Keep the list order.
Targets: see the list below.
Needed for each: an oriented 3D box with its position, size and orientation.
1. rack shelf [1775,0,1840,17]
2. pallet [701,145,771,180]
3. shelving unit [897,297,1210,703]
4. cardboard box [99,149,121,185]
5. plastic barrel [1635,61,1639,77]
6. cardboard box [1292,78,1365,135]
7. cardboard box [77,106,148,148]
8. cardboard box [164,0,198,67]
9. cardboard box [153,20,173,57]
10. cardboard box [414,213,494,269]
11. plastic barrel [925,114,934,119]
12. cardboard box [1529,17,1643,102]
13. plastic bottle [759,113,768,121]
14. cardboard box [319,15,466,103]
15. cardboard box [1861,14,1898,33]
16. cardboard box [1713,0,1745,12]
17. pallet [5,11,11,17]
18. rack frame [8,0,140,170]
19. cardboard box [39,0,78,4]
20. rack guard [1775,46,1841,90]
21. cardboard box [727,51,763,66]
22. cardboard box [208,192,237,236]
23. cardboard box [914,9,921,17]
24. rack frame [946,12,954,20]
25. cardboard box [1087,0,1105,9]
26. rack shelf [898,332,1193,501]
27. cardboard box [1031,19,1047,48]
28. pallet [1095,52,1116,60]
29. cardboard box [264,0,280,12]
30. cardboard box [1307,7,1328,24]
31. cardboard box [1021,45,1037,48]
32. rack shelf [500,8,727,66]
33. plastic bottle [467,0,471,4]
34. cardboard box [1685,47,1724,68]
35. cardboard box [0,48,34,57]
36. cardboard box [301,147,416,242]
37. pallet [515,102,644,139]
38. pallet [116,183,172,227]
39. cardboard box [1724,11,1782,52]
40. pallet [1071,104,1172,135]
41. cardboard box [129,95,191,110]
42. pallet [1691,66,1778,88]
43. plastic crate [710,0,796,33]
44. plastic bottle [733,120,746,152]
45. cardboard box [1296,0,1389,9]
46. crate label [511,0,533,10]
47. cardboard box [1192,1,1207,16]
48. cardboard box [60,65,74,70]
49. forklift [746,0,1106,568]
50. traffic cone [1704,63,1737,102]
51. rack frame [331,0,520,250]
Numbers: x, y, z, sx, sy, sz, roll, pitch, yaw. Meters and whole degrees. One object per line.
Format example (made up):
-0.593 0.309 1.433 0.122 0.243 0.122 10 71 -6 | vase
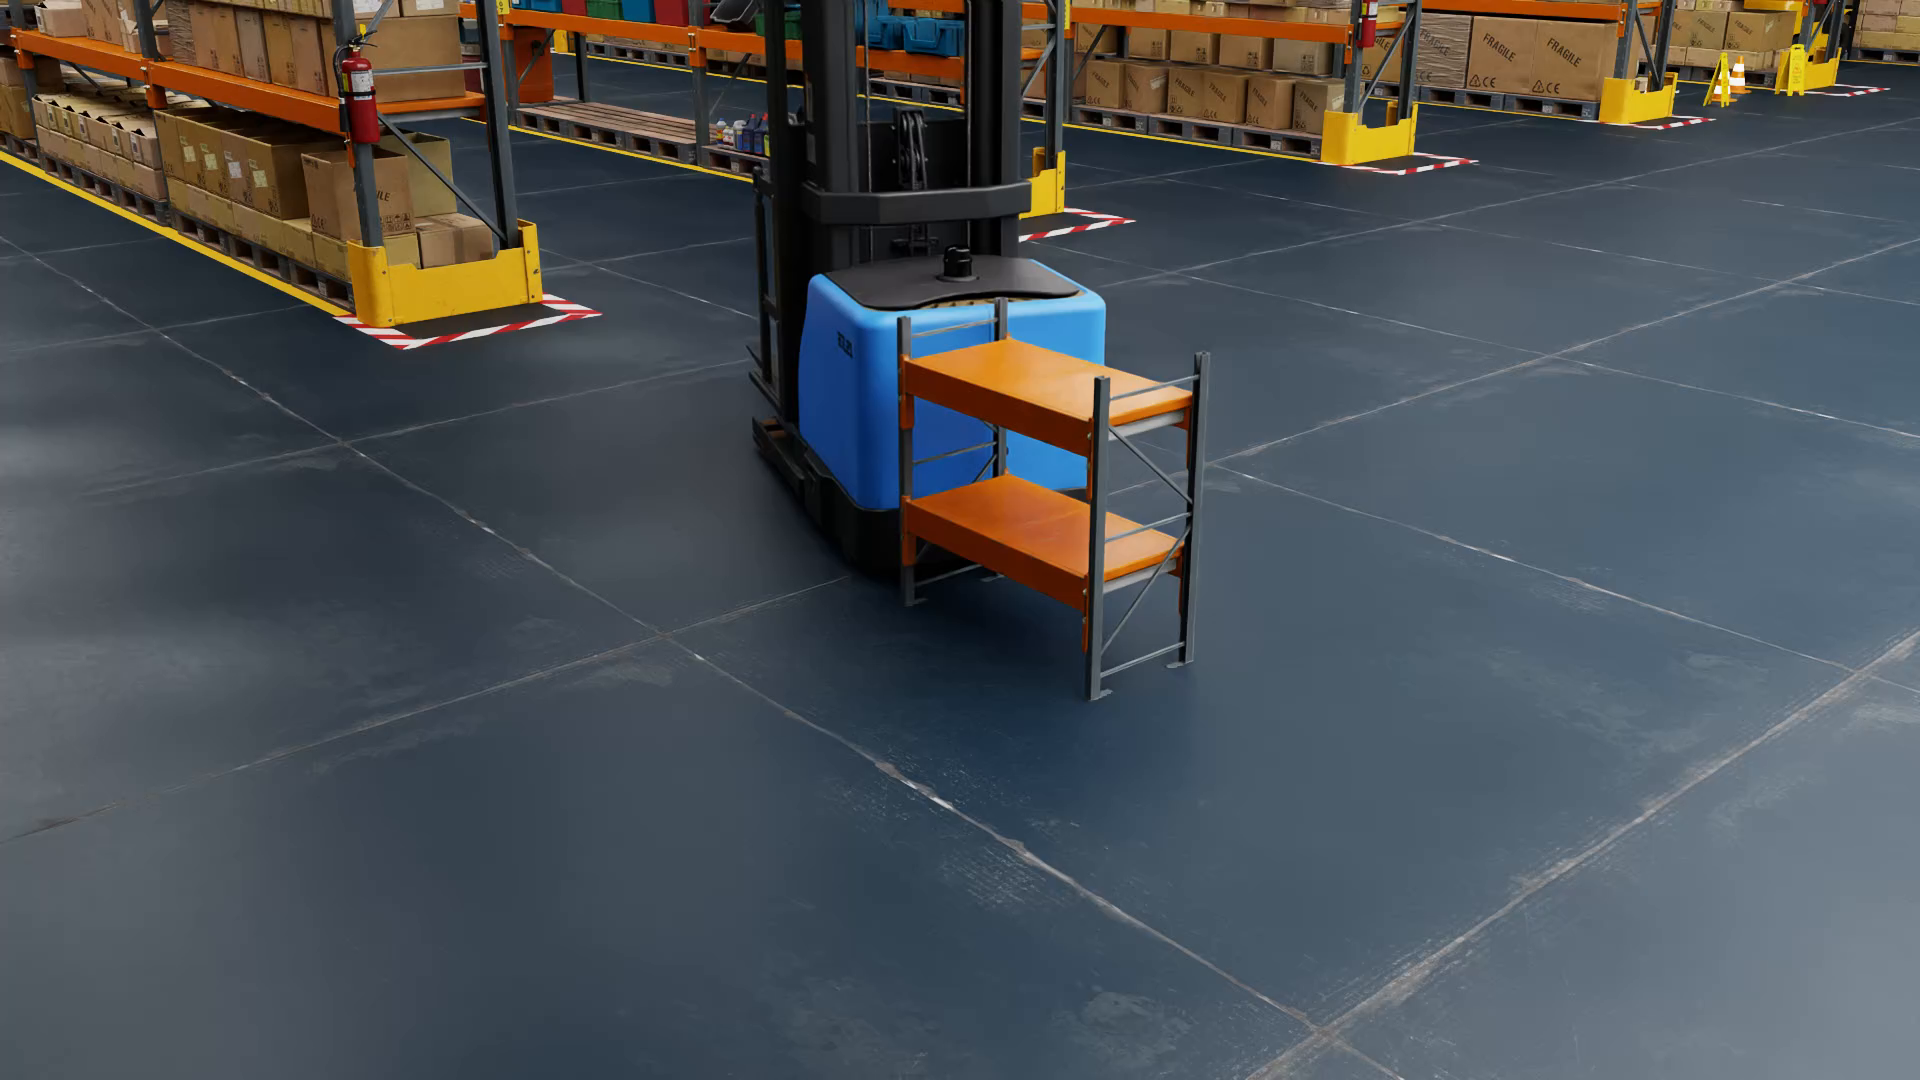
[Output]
10.393 -7.837 23.866 1.077 0.370 4.000 -17 27 -37 | rack shelf
-1.766 -3.692 16.121 1.003 0.211 1.213 -17 27 -37 | pallet
0.299 -0.182 5.906 0.538 1.125 1.048 -17 27 -36 | shelving unit
-7.081 -3.250 14.363 0.500 0.250 0.500 -17 27 -36 | cardboard box
9.203 -6.630 23.330 0.512 0.421 0.421 0 21 -1 | plastic barrel
3.796 -4.468 17.130 0.500 0.500 0.500 -12 24 -28 | cardboard box
-7.403 -3.648 14.611 0.500 0.311 0.500 -18 28 -38 | cardboard box
-5.633 -3.933 12.776 0.700 0.500 0.500 -18 28 -39 | cardboard box
-6.282 -4.064 13.452 0.500 0.250 0.500 -15 26 -34 | cardboard box
-3.498 -2.019 11.220 0.500 0.250 0.500 -17 27 -37 | cardboard box
-0.376 -3.420 14.438 0.421 0.512 0.421 0 21 0 | plastic barrel
7.521 -5.791 19.993 0.875 0.875 0.875 -17 27 -37 | cardboard box
-1.851 -3.870 15.780 0.144 0.351 0.185 -17 27 -37 | plastic bottle
-3.612 -3.081 10.601 0.700 0.500 0.500 -17 27 -37 | cardboard box
14.582 -8.151 26.190 0.500 0.250 0.500 -18 28 -38 | cardboard box
10.687 -7.430 23.118 0.380 0.149 0.250 -16 27 -36 | cardboard box
-9.812 -5.560 17.329 1.003 0.211 1.213 -17 27 -37 | pallet
-8.539 -5.113 15.925 1.000 3.000 0.127 -17 27 -37 | rack frame
-8.334 -4.961 15.658 0.500 0.311 0.500 -15 26 -34 | cardboard box
11.648 -6.476 22.833 1.175 0.500 0.348 -17 27 -37 | rack guard
-2.626 -7.363 24.007 1.225 0.875 0.875 -19 28 -39 | cardboard box
-5.210 -2.444 12.305 0.500 0.250 0.500 -17 27 -37 | cardboard box
-0.613 -9.038 28.463 0.380 0.149 0.250 -18 28 -38 | cardboard box
0.181 -9.728 27.708 1.000 3.000 0.127 -17 27 -37 | rack frame
1.645 -6.045 18.649 0.380 0.149 0.250 -17 27 -37 | cardboard box
0.299 -0.454 5.799 0.538 0.278 1.000 -17 27 -36 | rack shelf
1.471 -8.061 26.303 0.500 0.500 0.500 -19 28 -40 | cardboard box
2.283 -7.541 25.948 1.003 0.211 1.213 -17 27 -37 | pallet
-4.384 -3.597 11.027 0.380 0.149 0.250 -16 27 -36 | cardboard box
3.685 -5.242 16.598 0.380 0.149 0.250 -17 27 -37 | cardboard box
0.532 -5.871 20.686 0.500 0.500 0.700 20 29 41 | cardboard box
-3.478 -5.404 17.654 1.077 0.370 4.000 -17 27 -37 | rack shelf
-5.710 -6.395 19.375 0.097 0.271 0.097 0 21 0 | plastic bottle
10.634 -6.839 23.525 0.500 0.250 0.500 -17 27 -37 | cardboard box
-10.038 -5.002 17.437 0.500 0.250 0.500 -18 28 -38 | cardboard box
-3.892 -2.244 10.768 0.500 0.500 0.500 -17 27 -37 | cardboard box
-4.307 -4.769 18.872 1.003 0.211 1.213 -17 27 -37 | pallet
-6.438 -2.904 14.108 1.003 0.211 1.213 -17 27 -37 | pallet
10.978 -7.043 23.018 0.500 0.500 0.500 -17 27 -37 | cardboard box
2.045 -4.889 19.178 1.003 0.211 1.213 -17 27 -37 | pallet
-7.339 -3.921 15.308 0.500 0.311 0.500 -18 27 -38 | cardboard box
11.145 -6.574 23.480 1.003 0.211 1.213 -17 27 -37 | pallet
-1.927 -4.982 15.676 0.767 0.338 0.504 -17 27 -37 | plastic crate
-2.065 -3.847 15.825 0.152 0.276 0.135 -16 27 -36 | plastic bottle
3.852 -5.603 16.632 0.875 0.500 0.500 -17 27 -37 | cardboard box
-4.793 -6.008 18.439 0.303 0.233 0.416 -17 27 -37 | crate label
2.679 -5.648 17.635 0.380 0.149 0.250 -17 27 -37 | cardboard box
-9.967 -4.914 18.241 0.500 0.500 0.500 -17 27 -37 | cardboard box
-0.367 -1.761 7.461 1.130 2.935 3.031 -7 22 -17 | forklift
9.821 -5.891 21.391 0.336 0.463 0.334 -17 27 -37 | traffic cone
-3.317 -2.903 10.282 1.000 3.000 0.127 -17 27 -37 | rack frame
